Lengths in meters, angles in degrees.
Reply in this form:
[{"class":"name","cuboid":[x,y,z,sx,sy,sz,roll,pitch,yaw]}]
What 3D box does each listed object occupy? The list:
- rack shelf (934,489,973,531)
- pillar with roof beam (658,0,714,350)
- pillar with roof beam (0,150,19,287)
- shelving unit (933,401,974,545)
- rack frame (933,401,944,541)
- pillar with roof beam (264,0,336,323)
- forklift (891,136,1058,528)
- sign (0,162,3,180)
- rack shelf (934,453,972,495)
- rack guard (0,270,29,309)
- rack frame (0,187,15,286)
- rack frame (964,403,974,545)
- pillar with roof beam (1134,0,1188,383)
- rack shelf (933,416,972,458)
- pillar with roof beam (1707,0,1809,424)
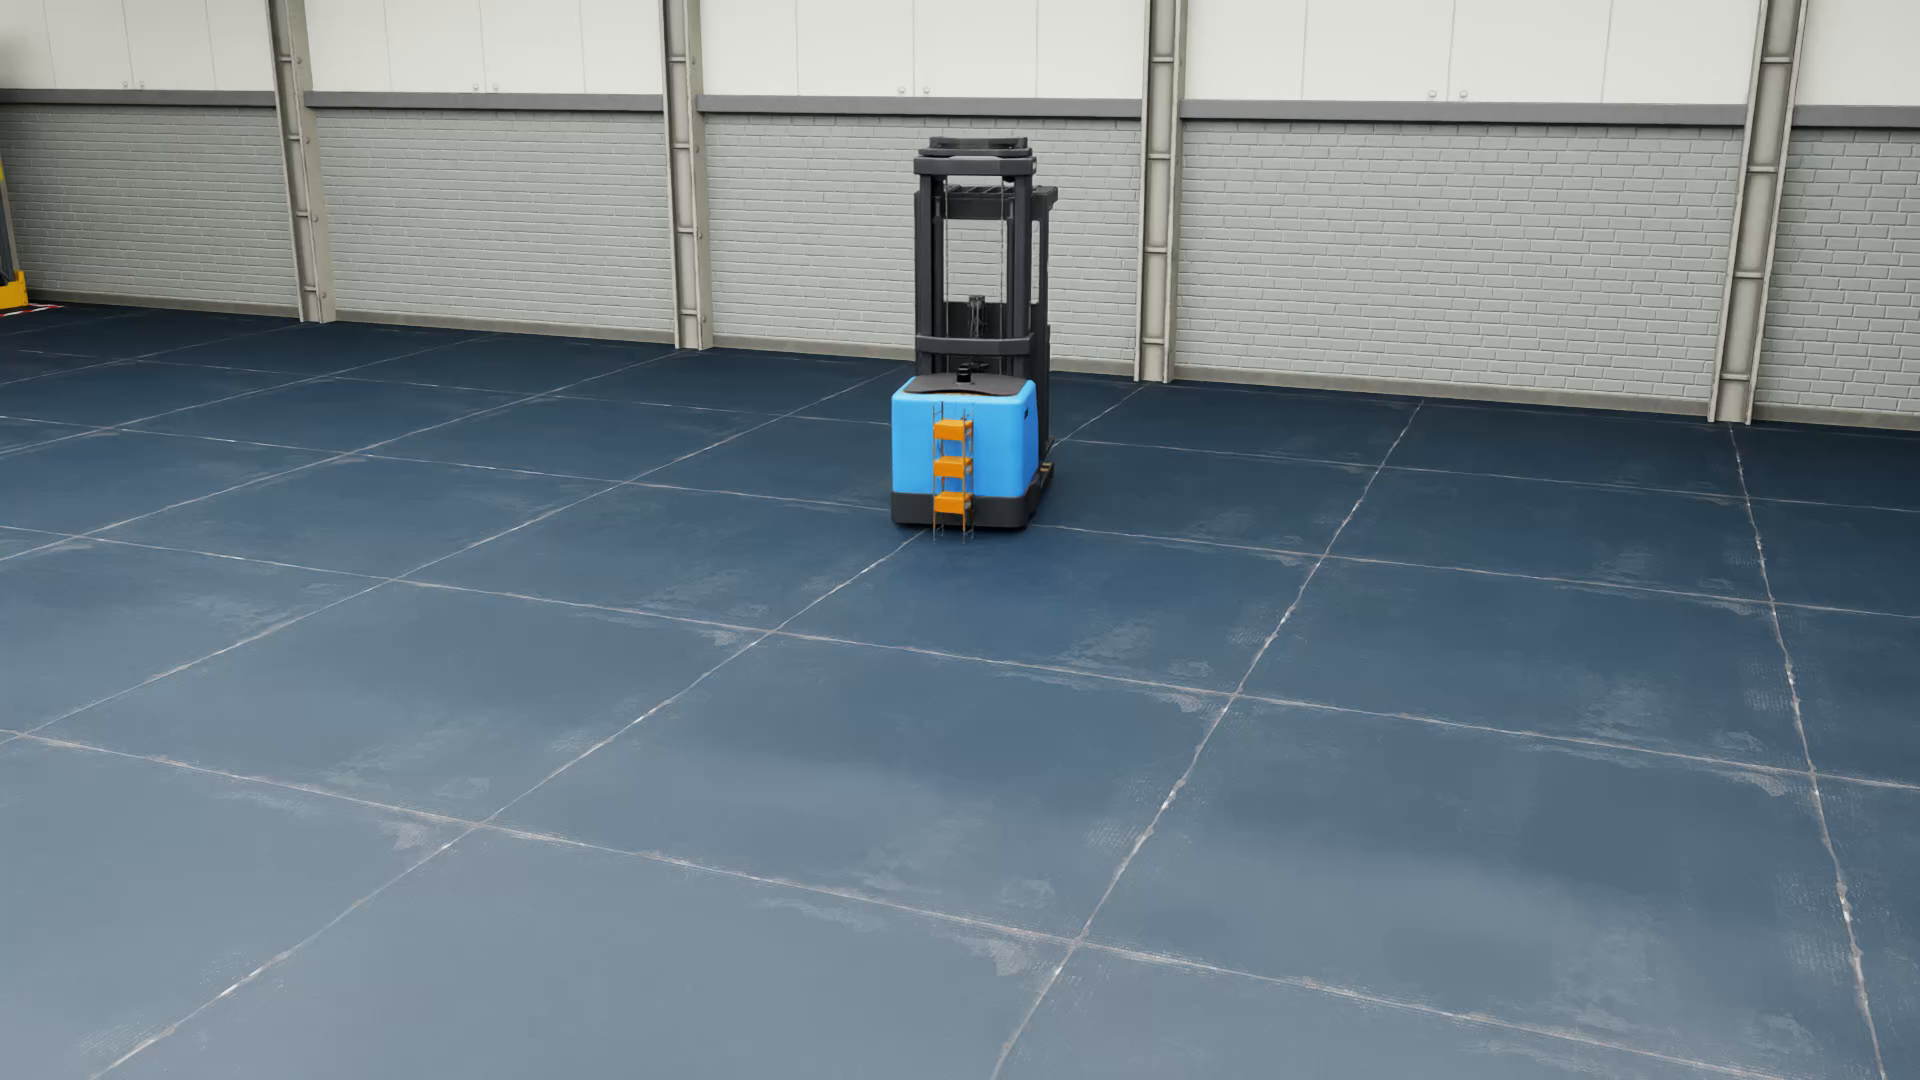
[{"class":"rack shelf","cuboid":[-0.049,-0.231,12.620,0.240,0.259,0.215,6,17,19]},{"class":"pillar with roof beam","cuboid":[-4.946,-5.649,15.993,0.400,9.000,9.100,6,17,21]},{"class":"pillar with roof beam","cuboid":[-16.109,-6.877,20.221,0.400,9.000,9.100,6,17,21]},{"class":"shelving unit","cuboid":[-0.049,-0.508,12.540,0.252,1.050,0.215,6,17,19]},{"class":"rack frame","cuboid":[-0.164,-0.519,12.580,0.008,1.050,0.200,6,17,19]},{"class":"pillar with roof beam","cuboid":[-10.527,-6.263,18.107,0.400,9.000,9.100,6,17,21]},{"class":"forklift","cuboid":[0.213,-1.868,13.850,1.130,2.935,3.031,3,16,9]},{"class":"sign","cuboid":[-14.003,-5.405,24.215,0.005,0.325,0.100,6,17,21]},{"class":"rack shelf","cuboid":[-0.049,-0.498,12.543,0.240,0.259,0.215,6,17,19]},{"class":"rack guard","cuboid":[-14.190,-3.605,24.193,0.348,0.500,1.175,6,17,21]},{"class":"rack frame","cuboid":[-14.212,-4.807,23.853,0.127,3.000,1.000,6,17,21]},{"class":"rack frame","cuboid":[0.066,-0.497,12.500,0.008,1.050,0.200,6,17,19]},{"class":"pillar with roof beam","cuboid":[0.636,-5.036,13.879,0.400,9.000,9.100,6,17,21]},{"class":"rack shelf","cuboid":[-0.049,-0.770,12.464,0.240,0.259,0.215,6,17,19]},{"class":"pillar with roof beam","cuboid":[6.217,-4.422,11.765,0.400,9.000,9.100,6,17,21]}]
